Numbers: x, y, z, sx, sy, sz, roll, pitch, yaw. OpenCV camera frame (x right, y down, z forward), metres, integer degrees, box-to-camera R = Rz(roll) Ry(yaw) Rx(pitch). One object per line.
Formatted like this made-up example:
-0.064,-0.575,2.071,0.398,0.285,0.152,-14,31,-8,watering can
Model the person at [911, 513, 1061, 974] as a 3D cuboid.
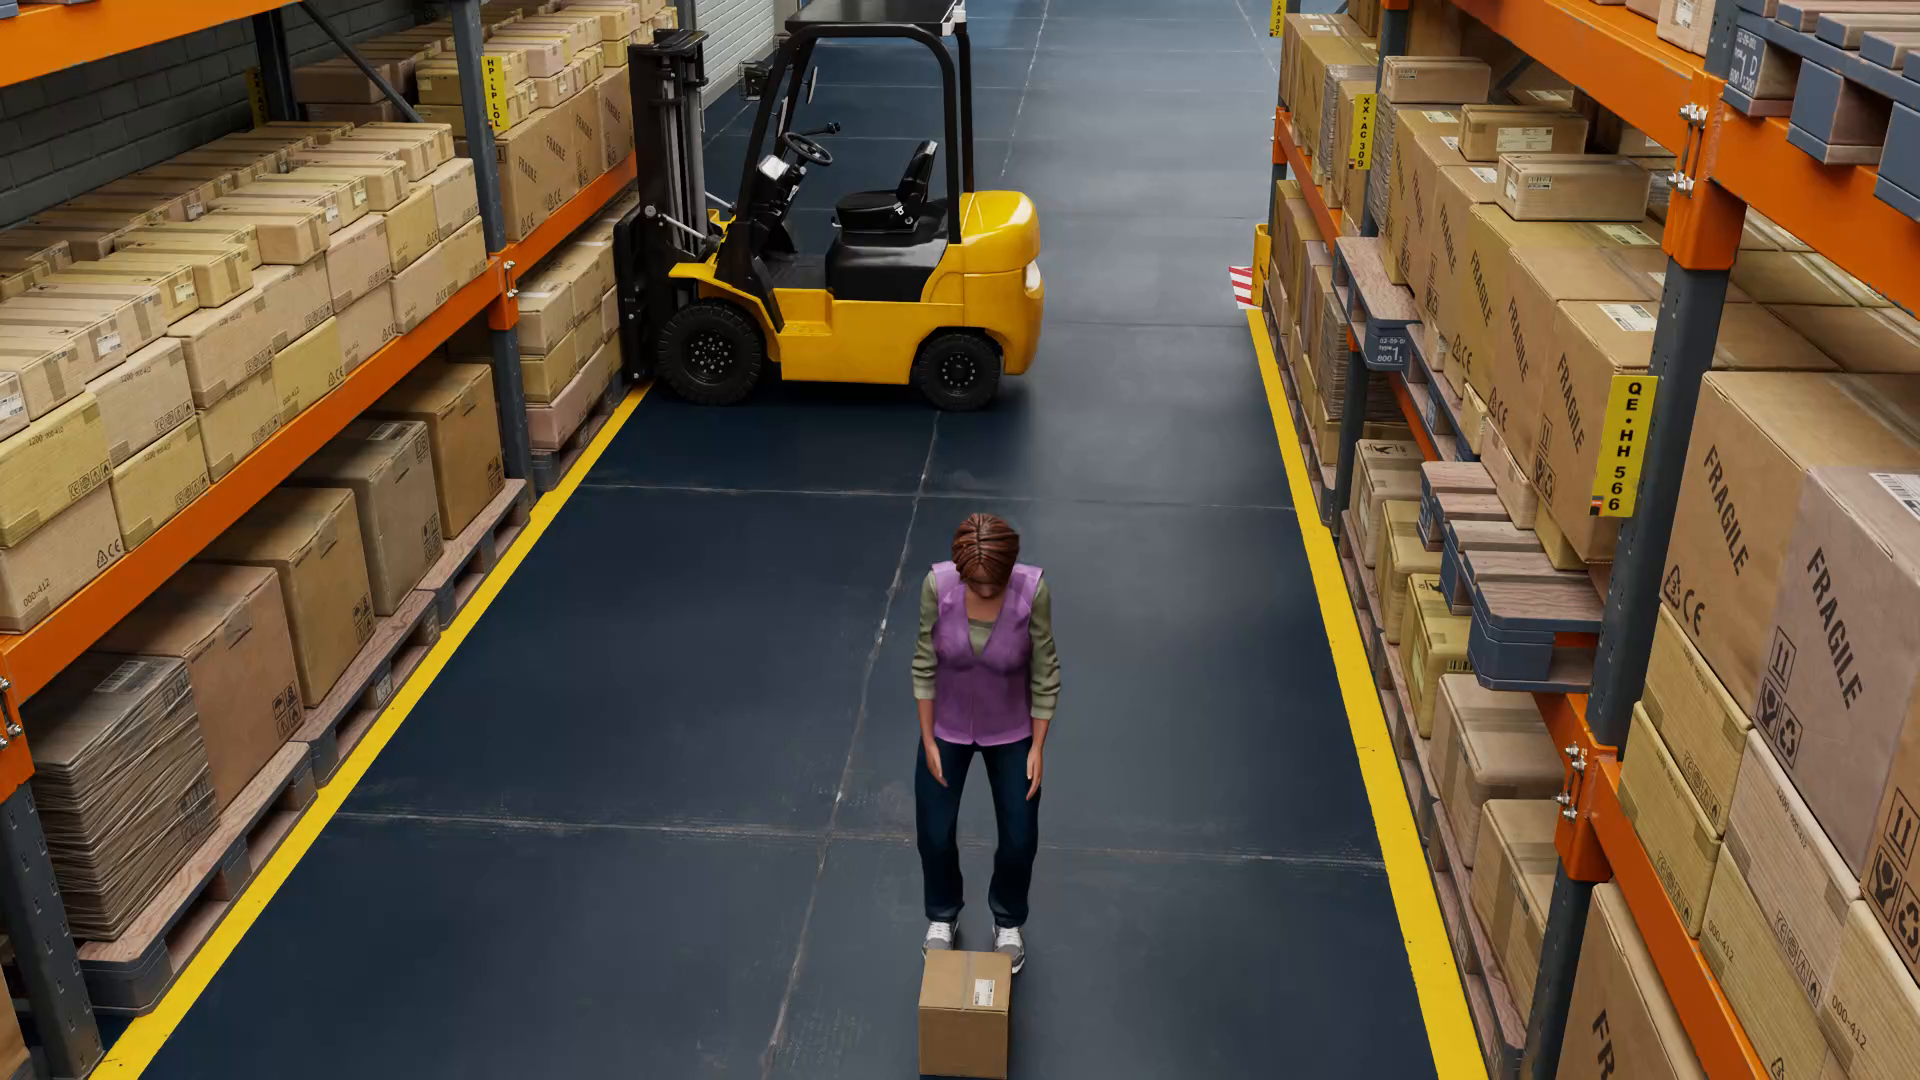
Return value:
0.077,0.592,4.924,0.433,1.538,0.417,3,25,5,person
